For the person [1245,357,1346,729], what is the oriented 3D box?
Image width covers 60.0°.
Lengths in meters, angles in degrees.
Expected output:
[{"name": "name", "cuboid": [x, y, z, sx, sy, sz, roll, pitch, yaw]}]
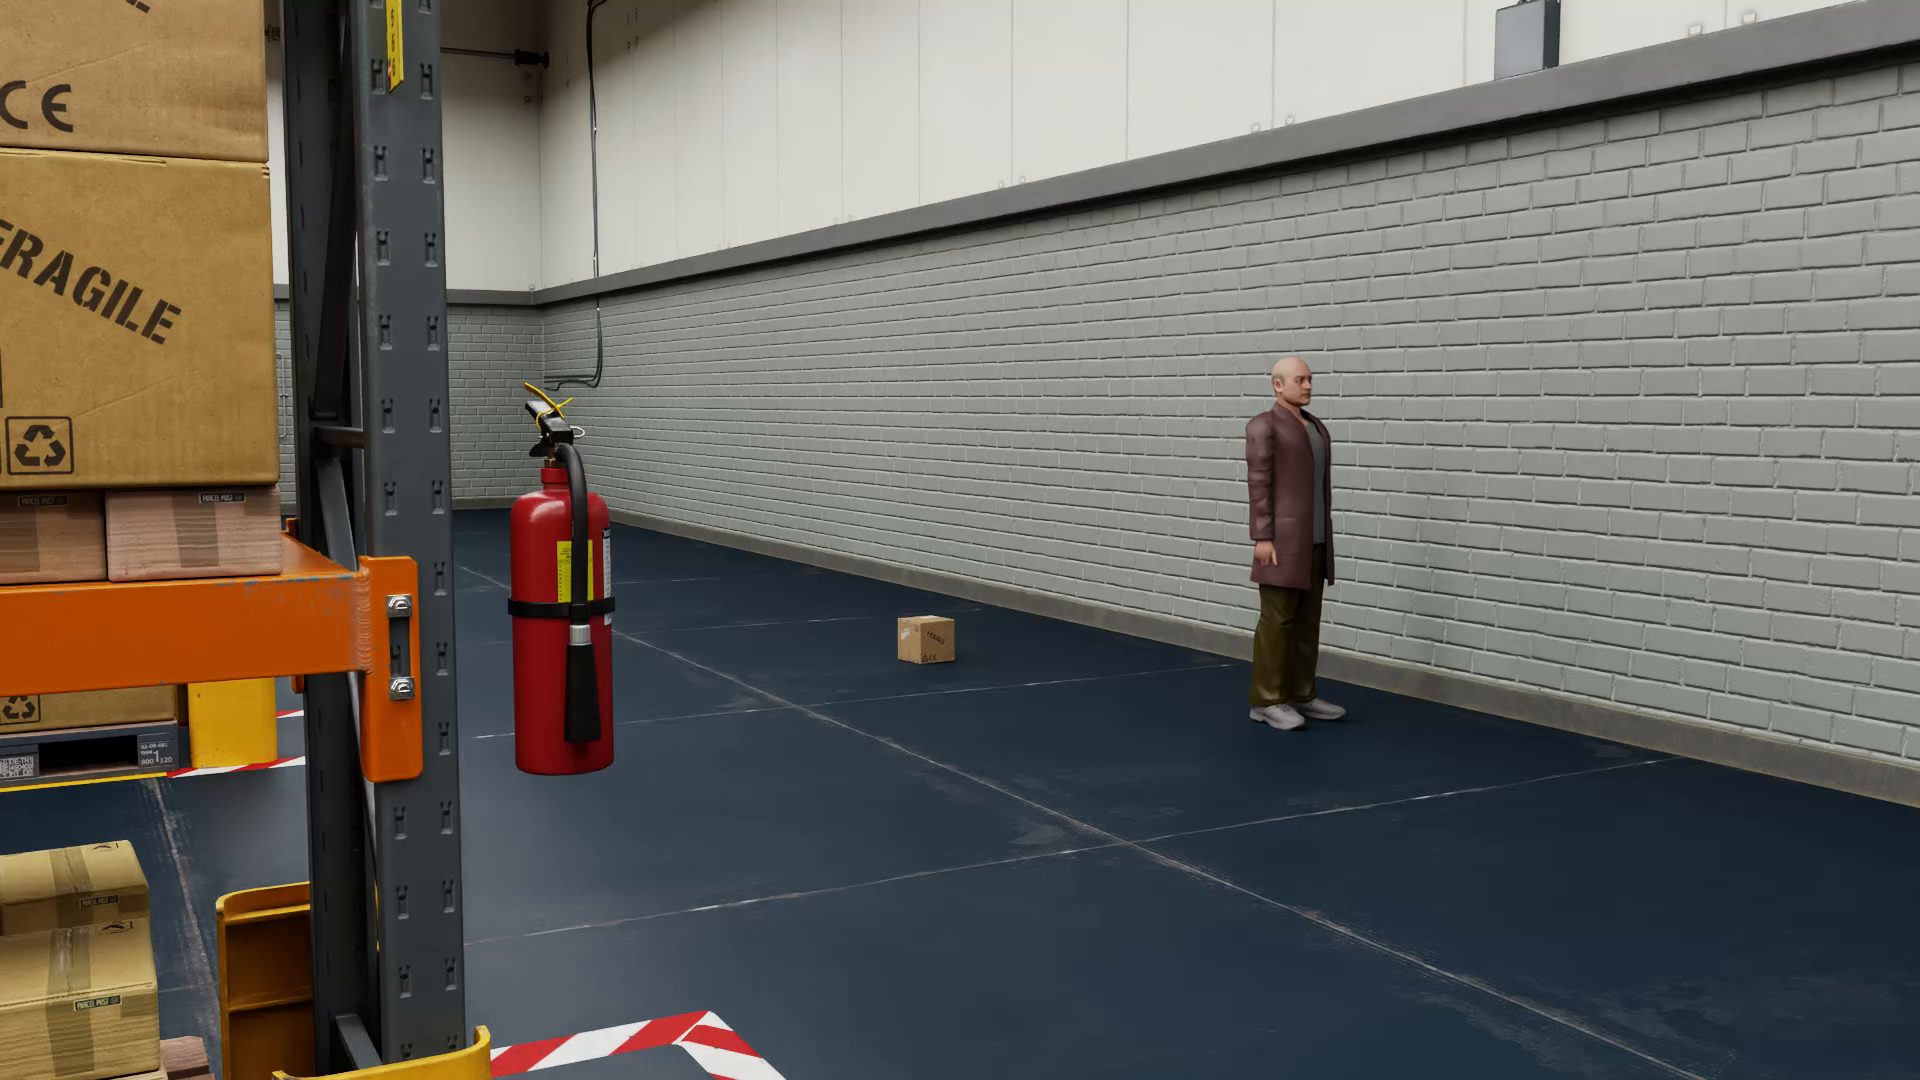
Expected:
[{"name": "person", "cuboid": [1.655, 0.001, 8.128, 0.566, 1.783, 0.377, -5, 7, -44]}]
